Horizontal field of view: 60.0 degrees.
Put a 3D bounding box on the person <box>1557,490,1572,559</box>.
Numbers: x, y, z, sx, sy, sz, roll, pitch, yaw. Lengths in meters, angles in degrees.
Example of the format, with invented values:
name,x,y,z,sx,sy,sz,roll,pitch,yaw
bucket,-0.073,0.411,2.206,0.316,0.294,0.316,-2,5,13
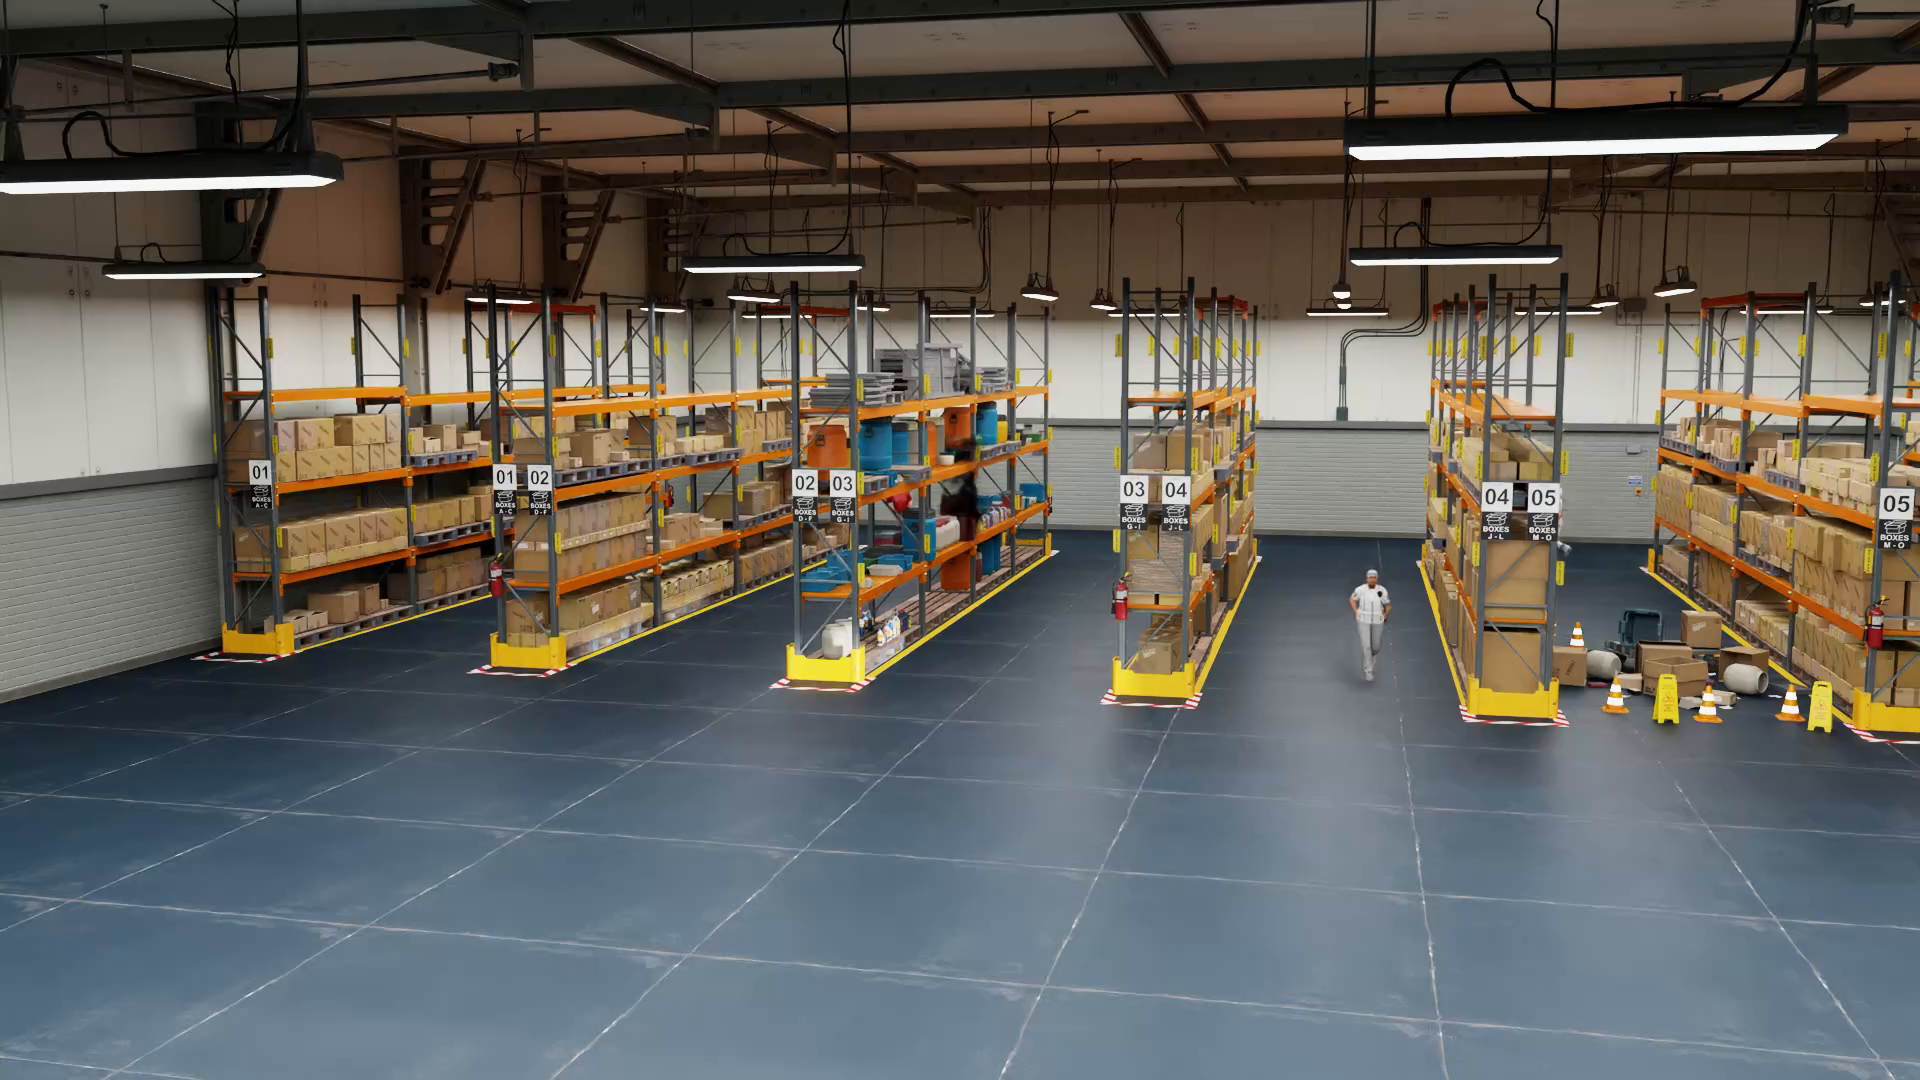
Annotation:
name,x,y,z,sx,sy,sz,roll,pitch,yaw
person,14.022,-0.336,38.952,0.638,1.742,0.702,2,7,18

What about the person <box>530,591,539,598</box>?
name,x,y,z,sx,sy,sz,roll,pitch,yaw
person,-7.690,0.627,30.691,0.668,1.728,0.639,1,7,7

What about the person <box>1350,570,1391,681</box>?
name,x,y,z,sx,sy,sz,roll,pitch,yaw
person,6.288,1.280,25.481,0.607,1.665,0.789,1,7,7

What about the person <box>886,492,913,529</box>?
name,x,y,z,sx,sy,sz,roll,pitch,yaw
person,-1.490,-0.605,41.711,0.701,1.687,0.885,-3,7,-25
